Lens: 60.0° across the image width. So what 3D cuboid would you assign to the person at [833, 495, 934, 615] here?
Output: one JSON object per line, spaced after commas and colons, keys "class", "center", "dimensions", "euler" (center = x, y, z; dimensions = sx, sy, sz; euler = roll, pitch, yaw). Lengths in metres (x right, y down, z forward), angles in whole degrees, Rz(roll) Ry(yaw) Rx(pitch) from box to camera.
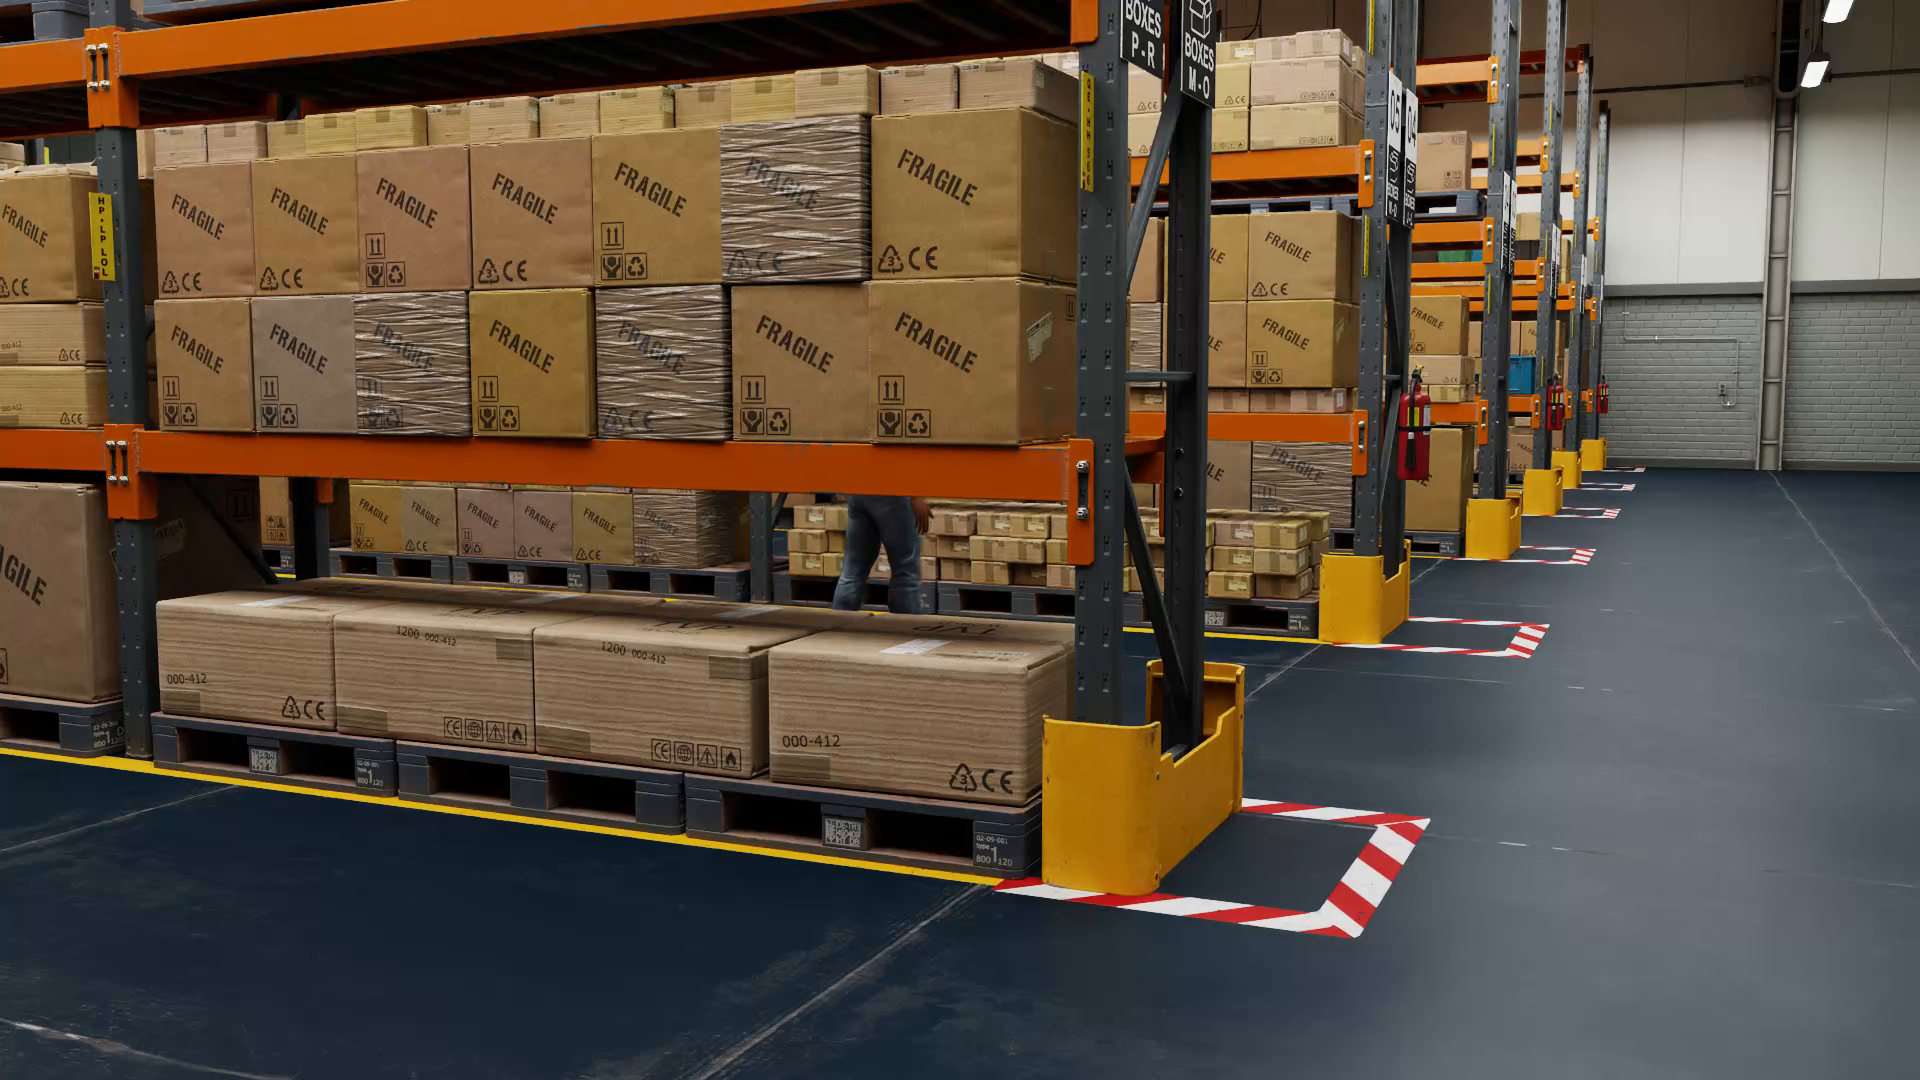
{"class": "person", "center": [-0.344, -0.221, 8.517], "dimensions": [0.607, 1.766, 0.647], "euler": [-4, 7, -39]}
